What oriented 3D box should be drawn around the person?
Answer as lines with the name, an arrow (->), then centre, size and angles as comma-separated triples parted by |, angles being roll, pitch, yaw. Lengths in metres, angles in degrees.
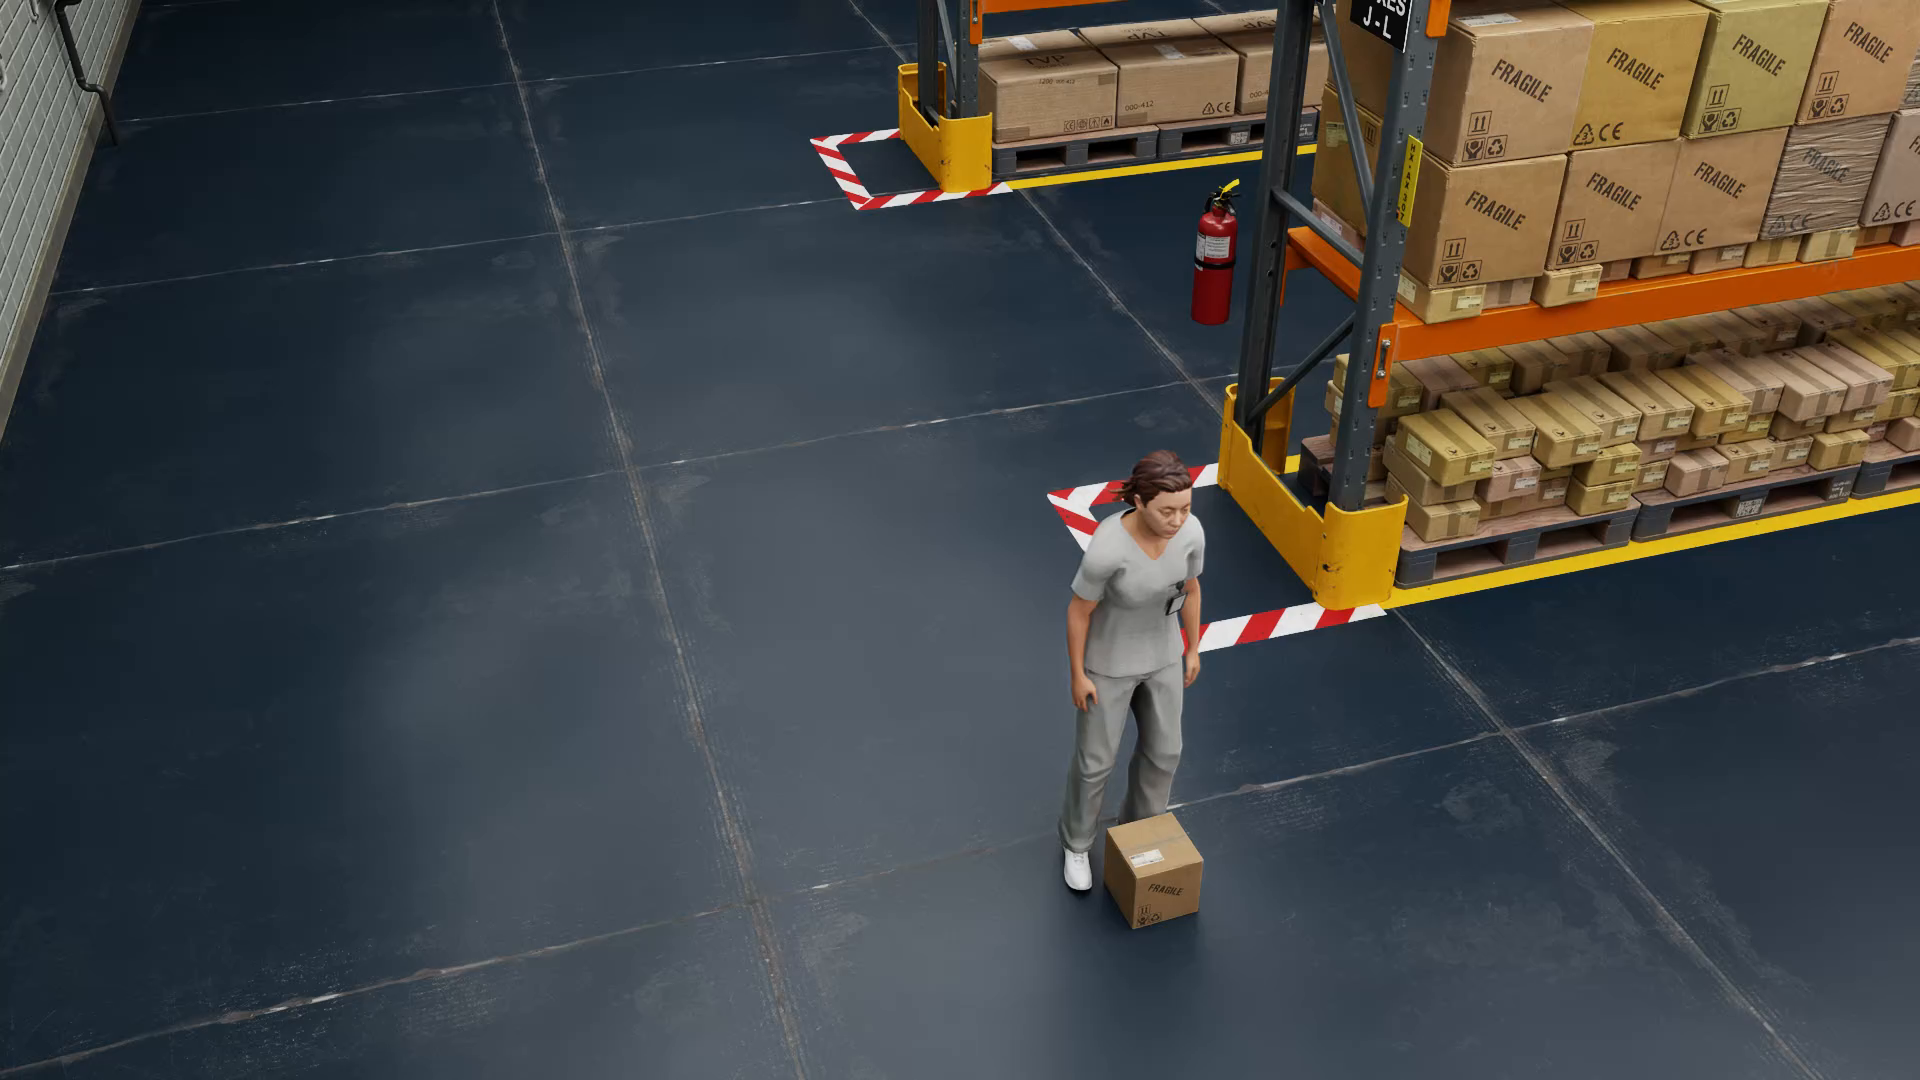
person -> 0.578, 0.440, 5.510 | 0.485, 1.651, 0.408 | -10, 35, -14
